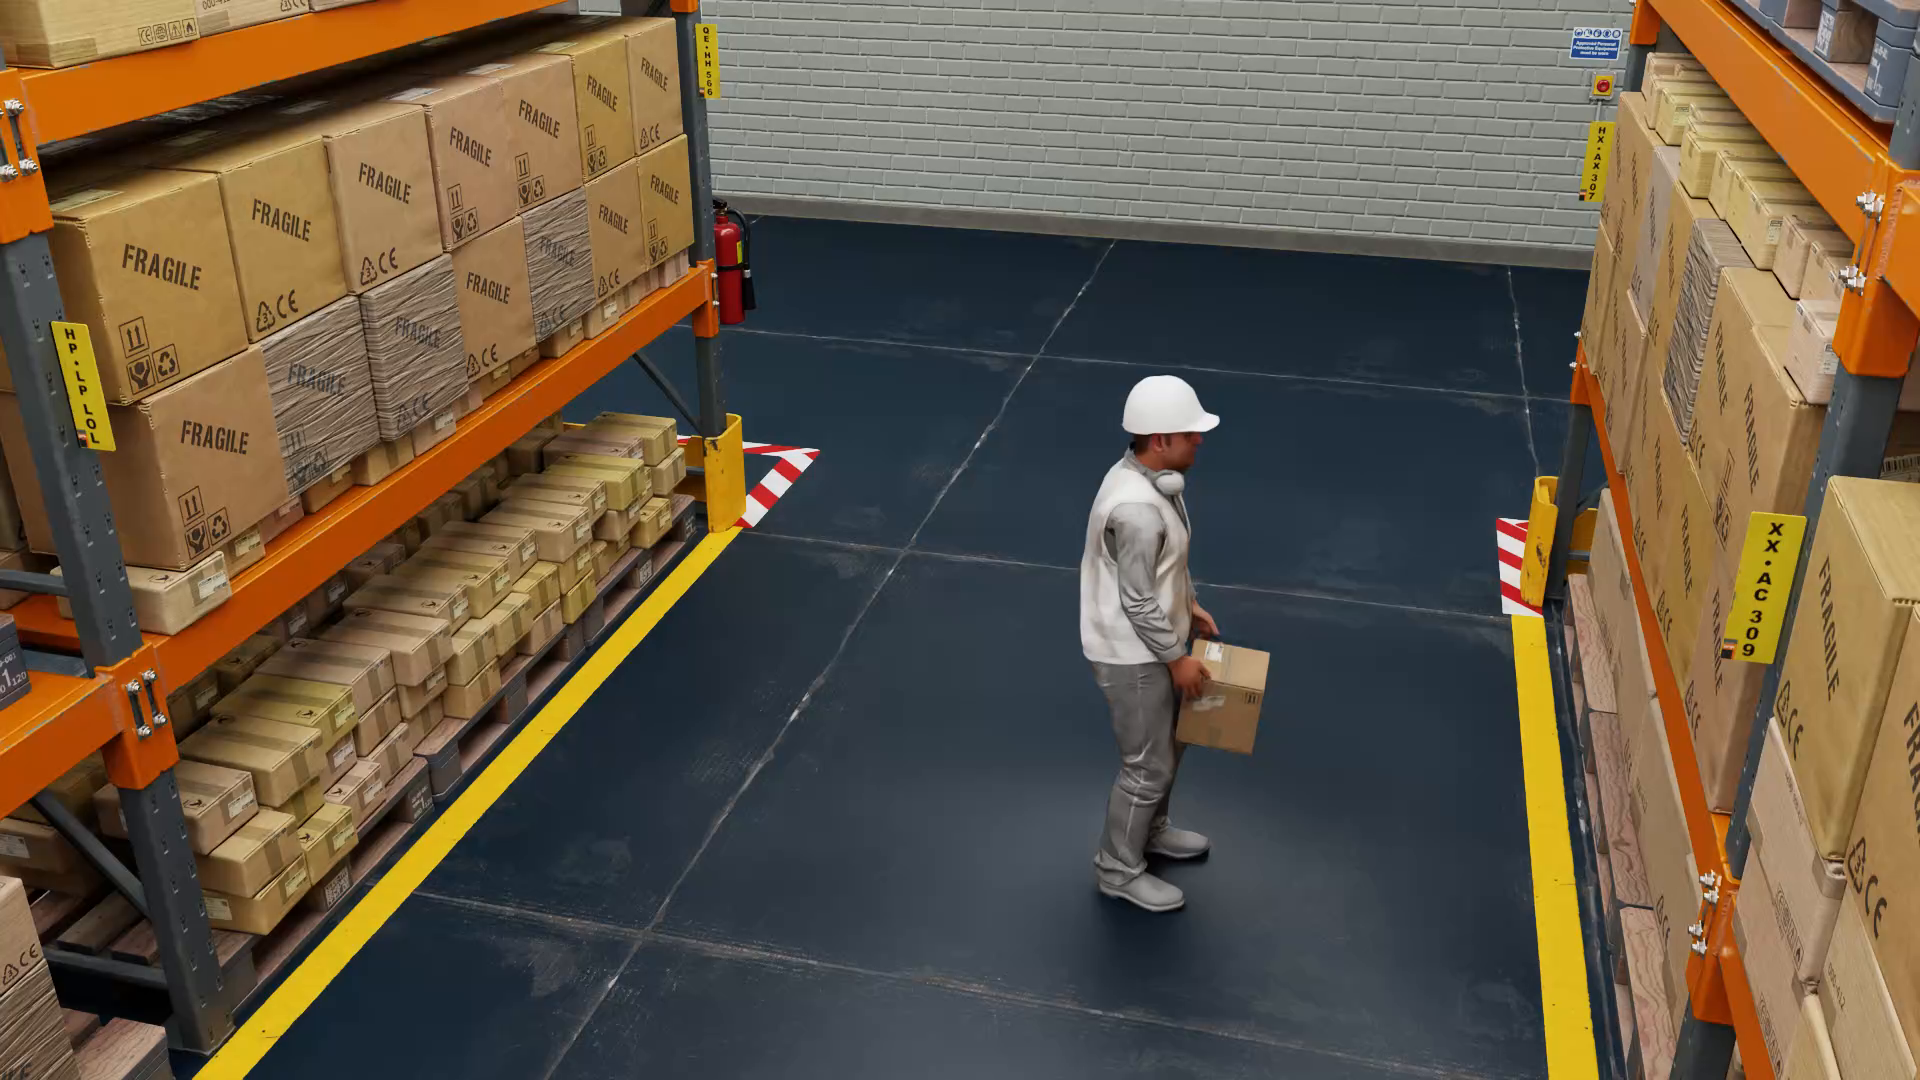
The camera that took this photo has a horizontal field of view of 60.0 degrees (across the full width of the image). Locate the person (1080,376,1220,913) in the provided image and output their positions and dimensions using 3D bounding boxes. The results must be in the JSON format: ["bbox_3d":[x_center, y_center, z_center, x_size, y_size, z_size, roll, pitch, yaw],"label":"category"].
[{"bbox_3d":[0.618,0.318,5.392,0.470,1.779,0.551,6,26,12],"label":"person"}]
